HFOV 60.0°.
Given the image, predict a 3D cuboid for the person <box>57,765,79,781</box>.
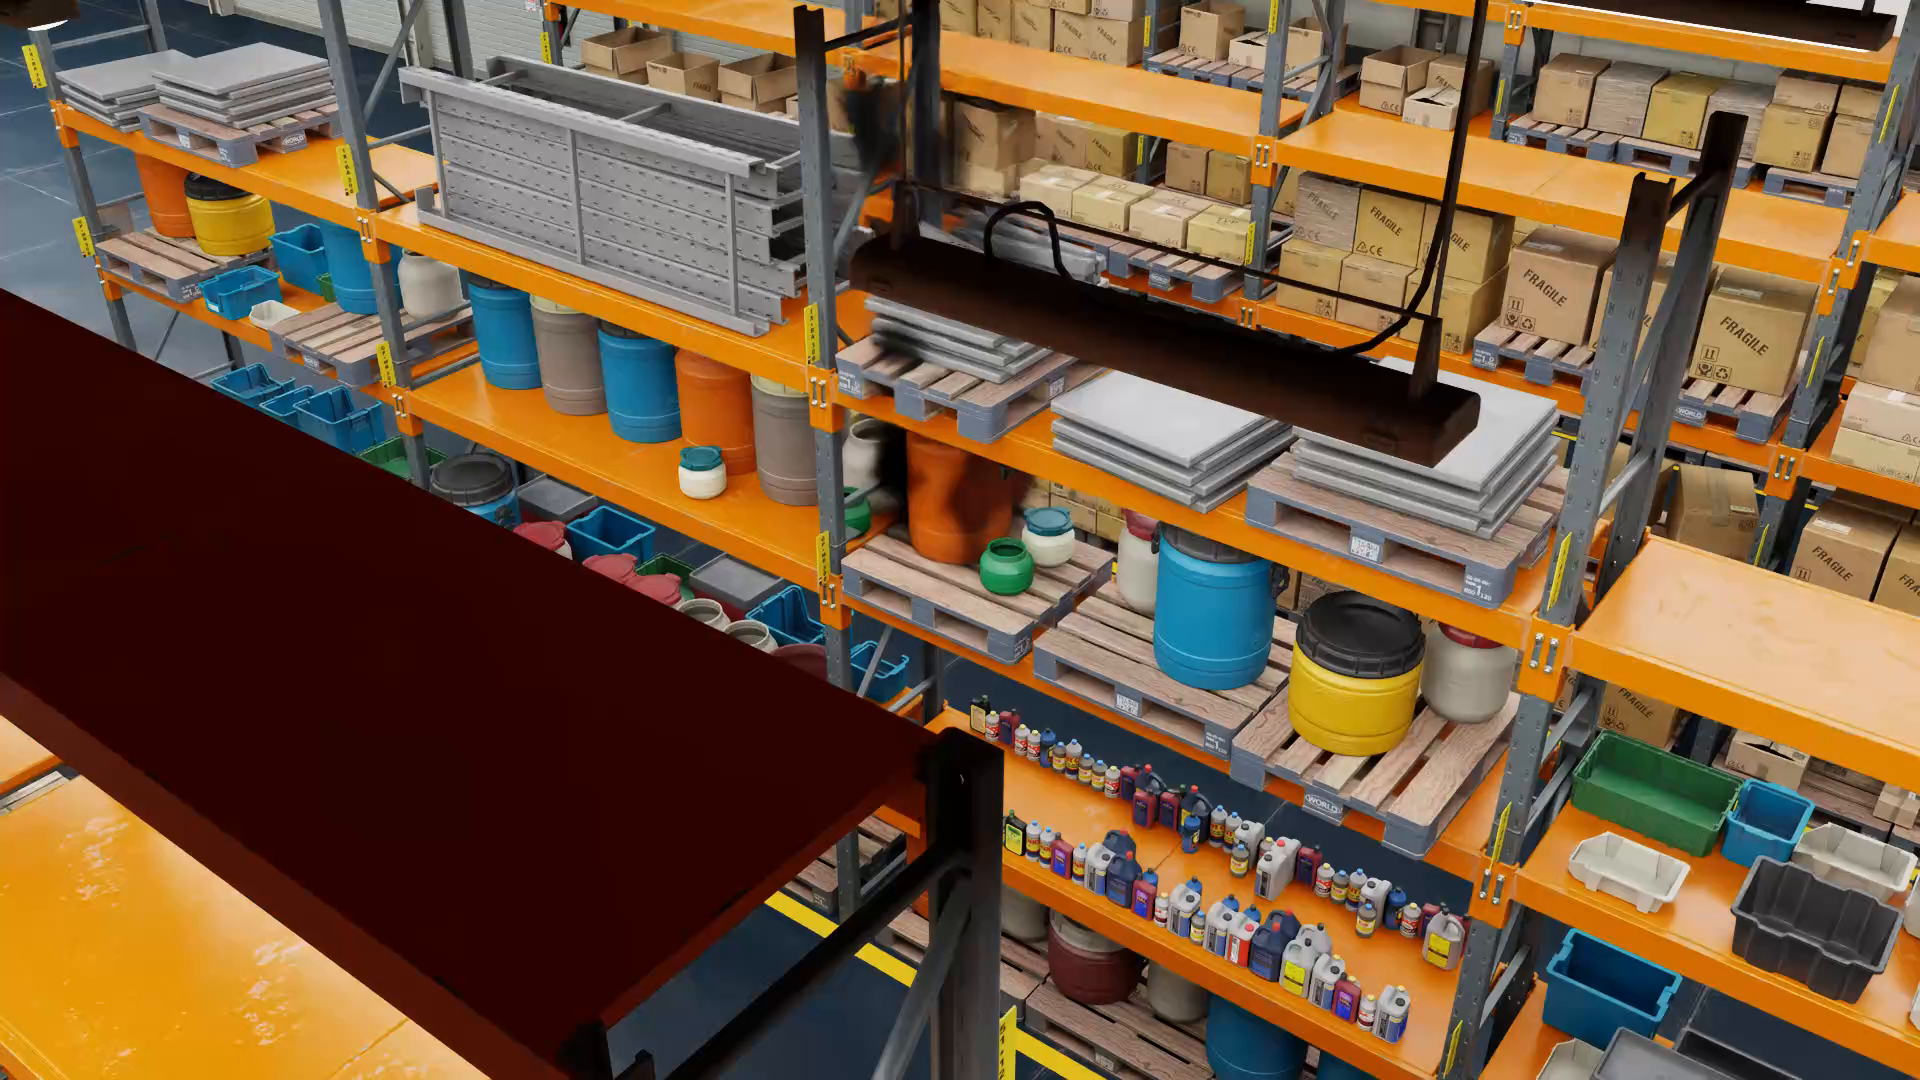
[{"bbox_3d":[-6.311,1.211,11.751,0.864,1.682,0.549,14,34,22],"label":"person"}]
